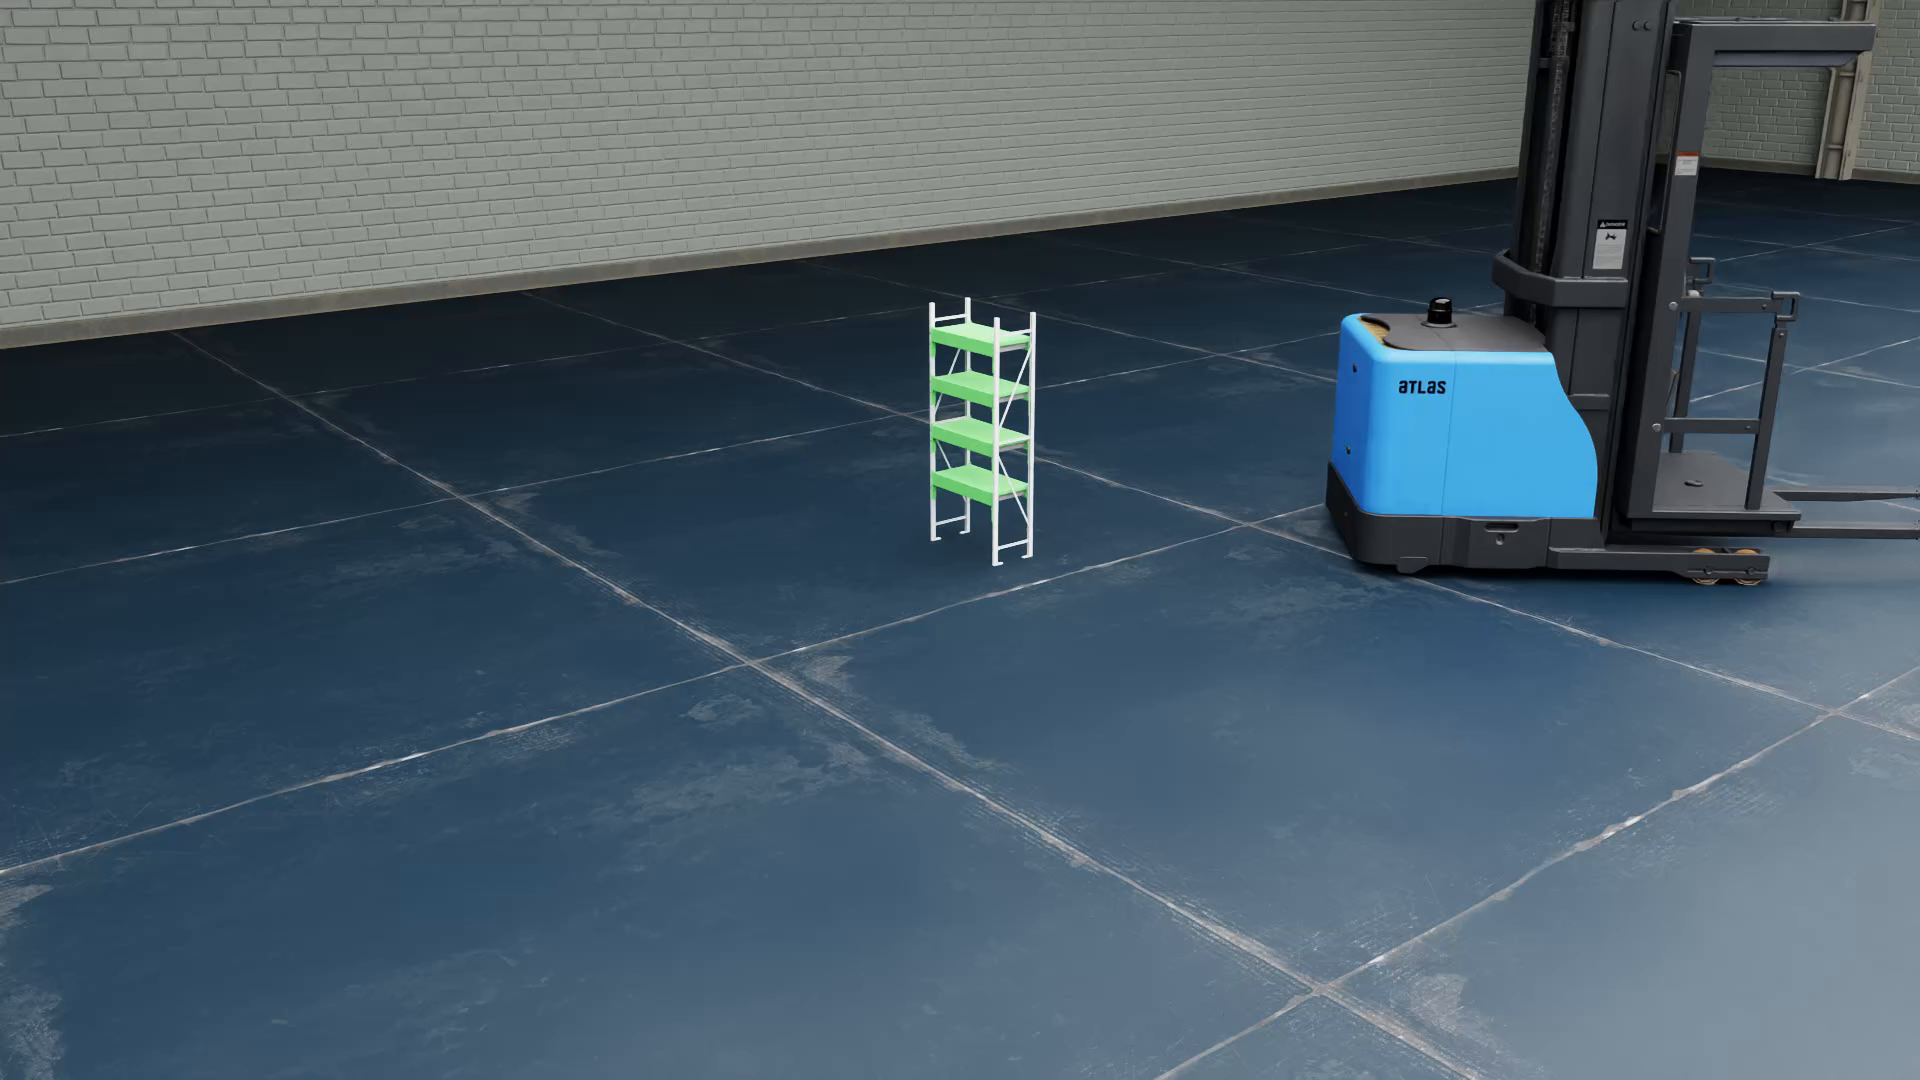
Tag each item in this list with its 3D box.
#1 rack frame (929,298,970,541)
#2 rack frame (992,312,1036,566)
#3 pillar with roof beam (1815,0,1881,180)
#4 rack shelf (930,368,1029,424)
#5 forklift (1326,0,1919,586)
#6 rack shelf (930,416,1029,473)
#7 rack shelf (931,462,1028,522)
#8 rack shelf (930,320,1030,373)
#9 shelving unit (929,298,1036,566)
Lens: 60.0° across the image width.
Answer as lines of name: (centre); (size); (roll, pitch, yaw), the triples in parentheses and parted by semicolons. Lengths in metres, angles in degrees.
rack frame: (-0.049, -0.589, 8.232); (0.240, 1.200, 0.015); (-14, 23, -36)
rack frame: (0.254, -0.469, 7.869); (0.240, 1.200, 0.015); (-14, 23, -36)
pillar with roof beam: (9.423, -8.733, 20.420); (9.100, 9.000, 0.400); (-14, 23, -36)
rack shelf: (0.103, -0.696, 7.995); (0.258, 0.148, 0.480); (-14, 23, -36)
forklift: (3.403, -1.351, 7.781); (3.031, 2.935, 1.130); (1, 18, 3)
rack shelf: (0.103, -0.468, 8.071); (0.258, 0.148, 0.480); (-14, 23, -36)
rack shelf: (0.103, -0.240, 8.146); (0.258, 0.148, 0.480); (-14, 23, -36)
rack shelf: (0.103, -0.924, 7.920); (0.258, 0.148, 0.480); (-14, 23, -36)
shelving unit: (0.103, -0.529, 8.051); (0.258, 1.200, 0.503); (-14, 23, -36)
